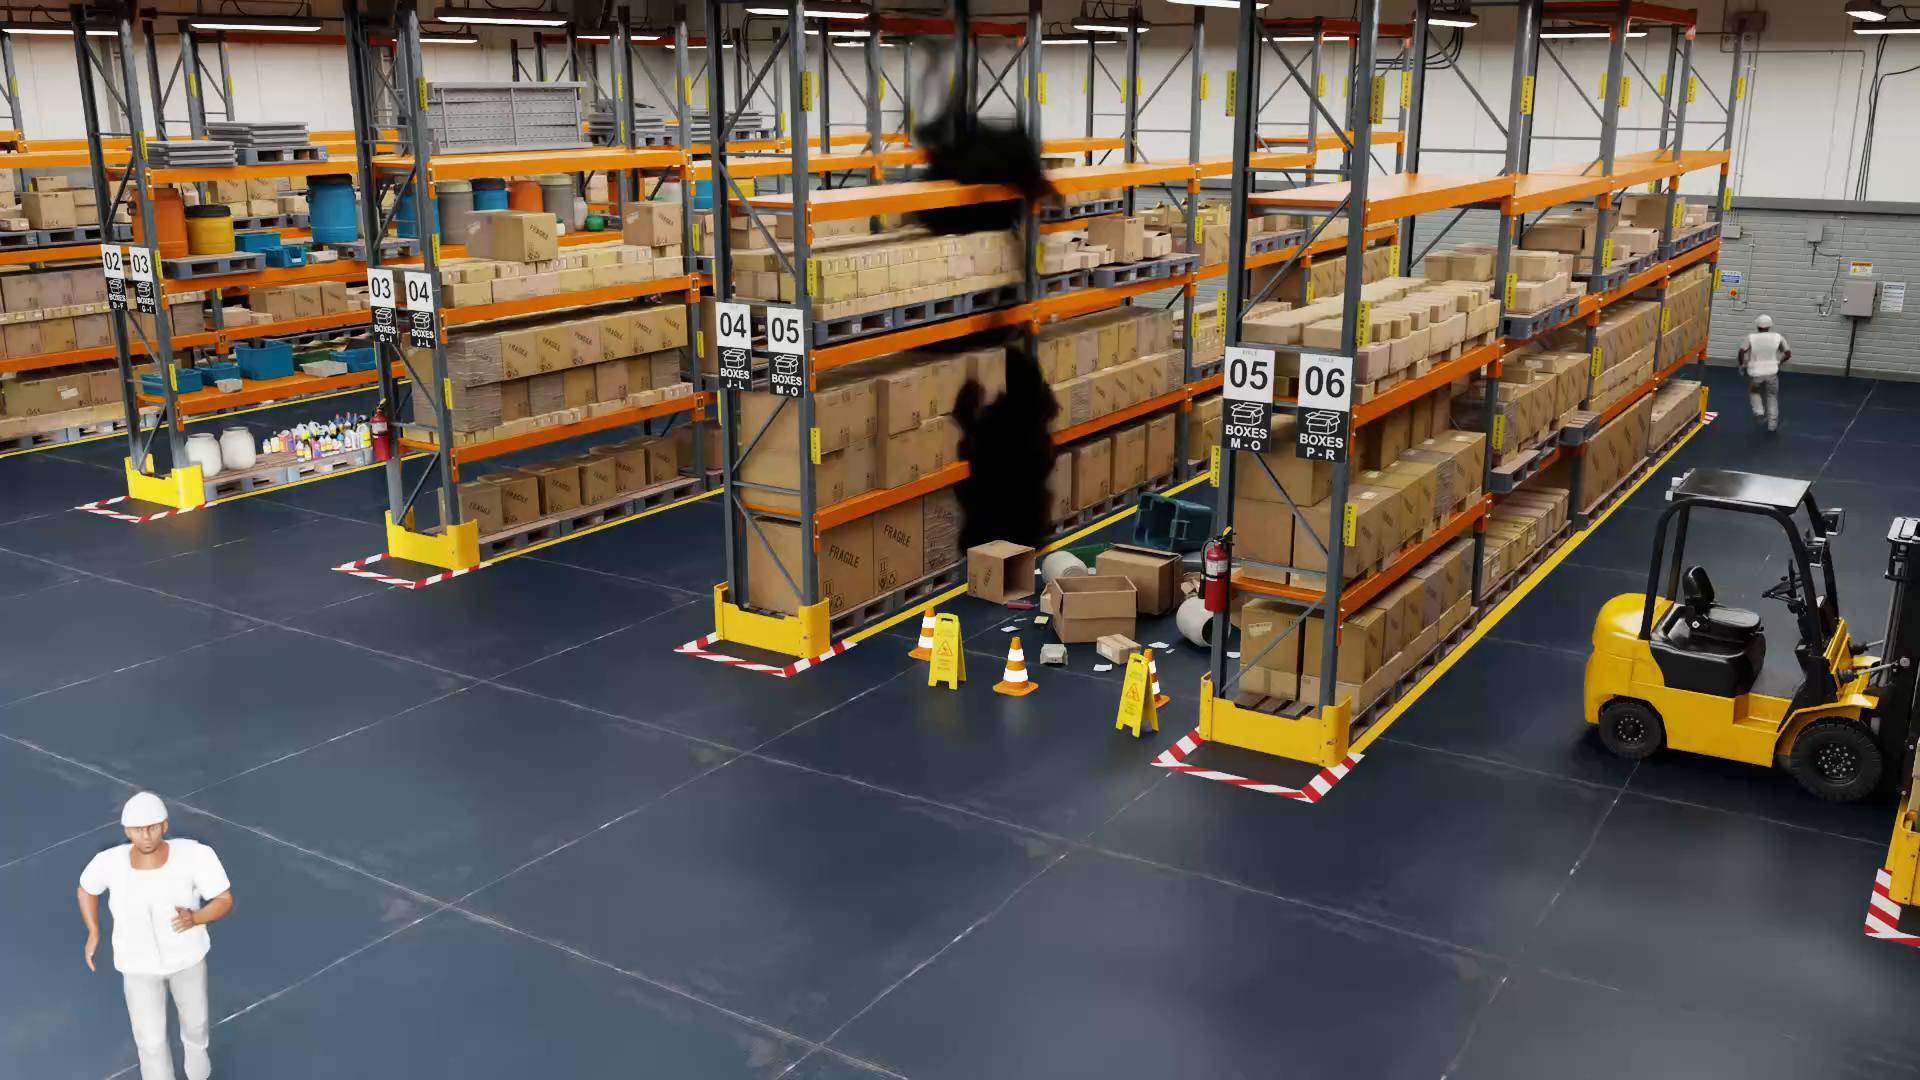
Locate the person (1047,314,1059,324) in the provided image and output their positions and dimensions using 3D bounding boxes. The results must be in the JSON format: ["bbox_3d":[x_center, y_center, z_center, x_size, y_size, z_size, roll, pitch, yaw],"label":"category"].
[{"bbox_3d":[1.393,-2.676,25.708,0.658,1.680,0.591,6,17,22],"label":"person"}]

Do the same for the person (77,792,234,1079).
[{"bbox_3d":[-3.965,2.097,8.285,0.693,1.772,0.959,-8,17,-25],"label":"person"}]

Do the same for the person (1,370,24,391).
[{"bbox_3d":[-14.562,-2.729,25.739,0.656,1.786,0.924,7,17,24],"label":"person"}]

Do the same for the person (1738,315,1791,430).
[{"bbox_3d":[12.118,-2.556,25.165,0.743,1.717,0.563,5,16,18],"label":"person"}]
